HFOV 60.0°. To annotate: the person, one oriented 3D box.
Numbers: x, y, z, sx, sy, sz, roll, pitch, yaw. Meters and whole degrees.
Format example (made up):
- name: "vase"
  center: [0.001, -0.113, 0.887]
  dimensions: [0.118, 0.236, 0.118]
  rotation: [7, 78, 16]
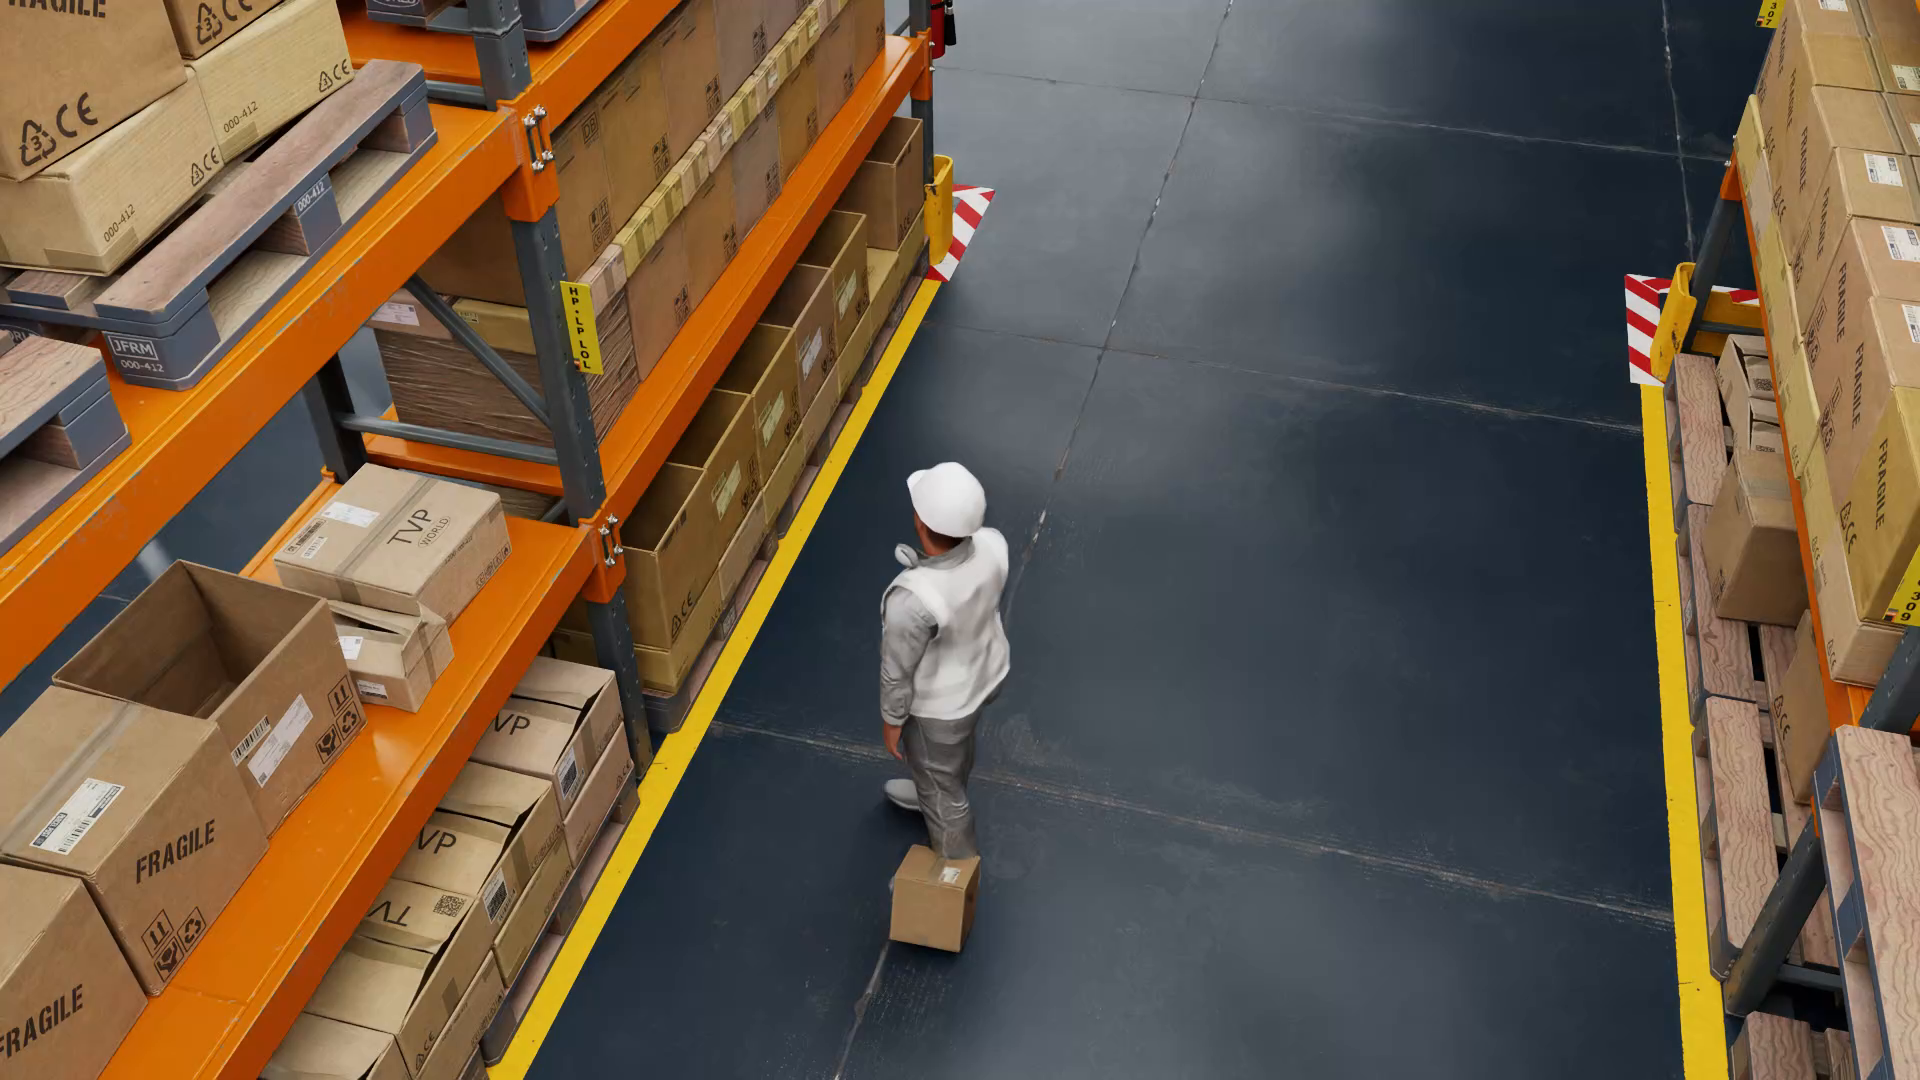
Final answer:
- name: "person"
  center: [-0.059, 0.418, 5.619]
  dimensions: [0.596, 1.768, 0.601]
  rotation: [-27, 48, -28]
